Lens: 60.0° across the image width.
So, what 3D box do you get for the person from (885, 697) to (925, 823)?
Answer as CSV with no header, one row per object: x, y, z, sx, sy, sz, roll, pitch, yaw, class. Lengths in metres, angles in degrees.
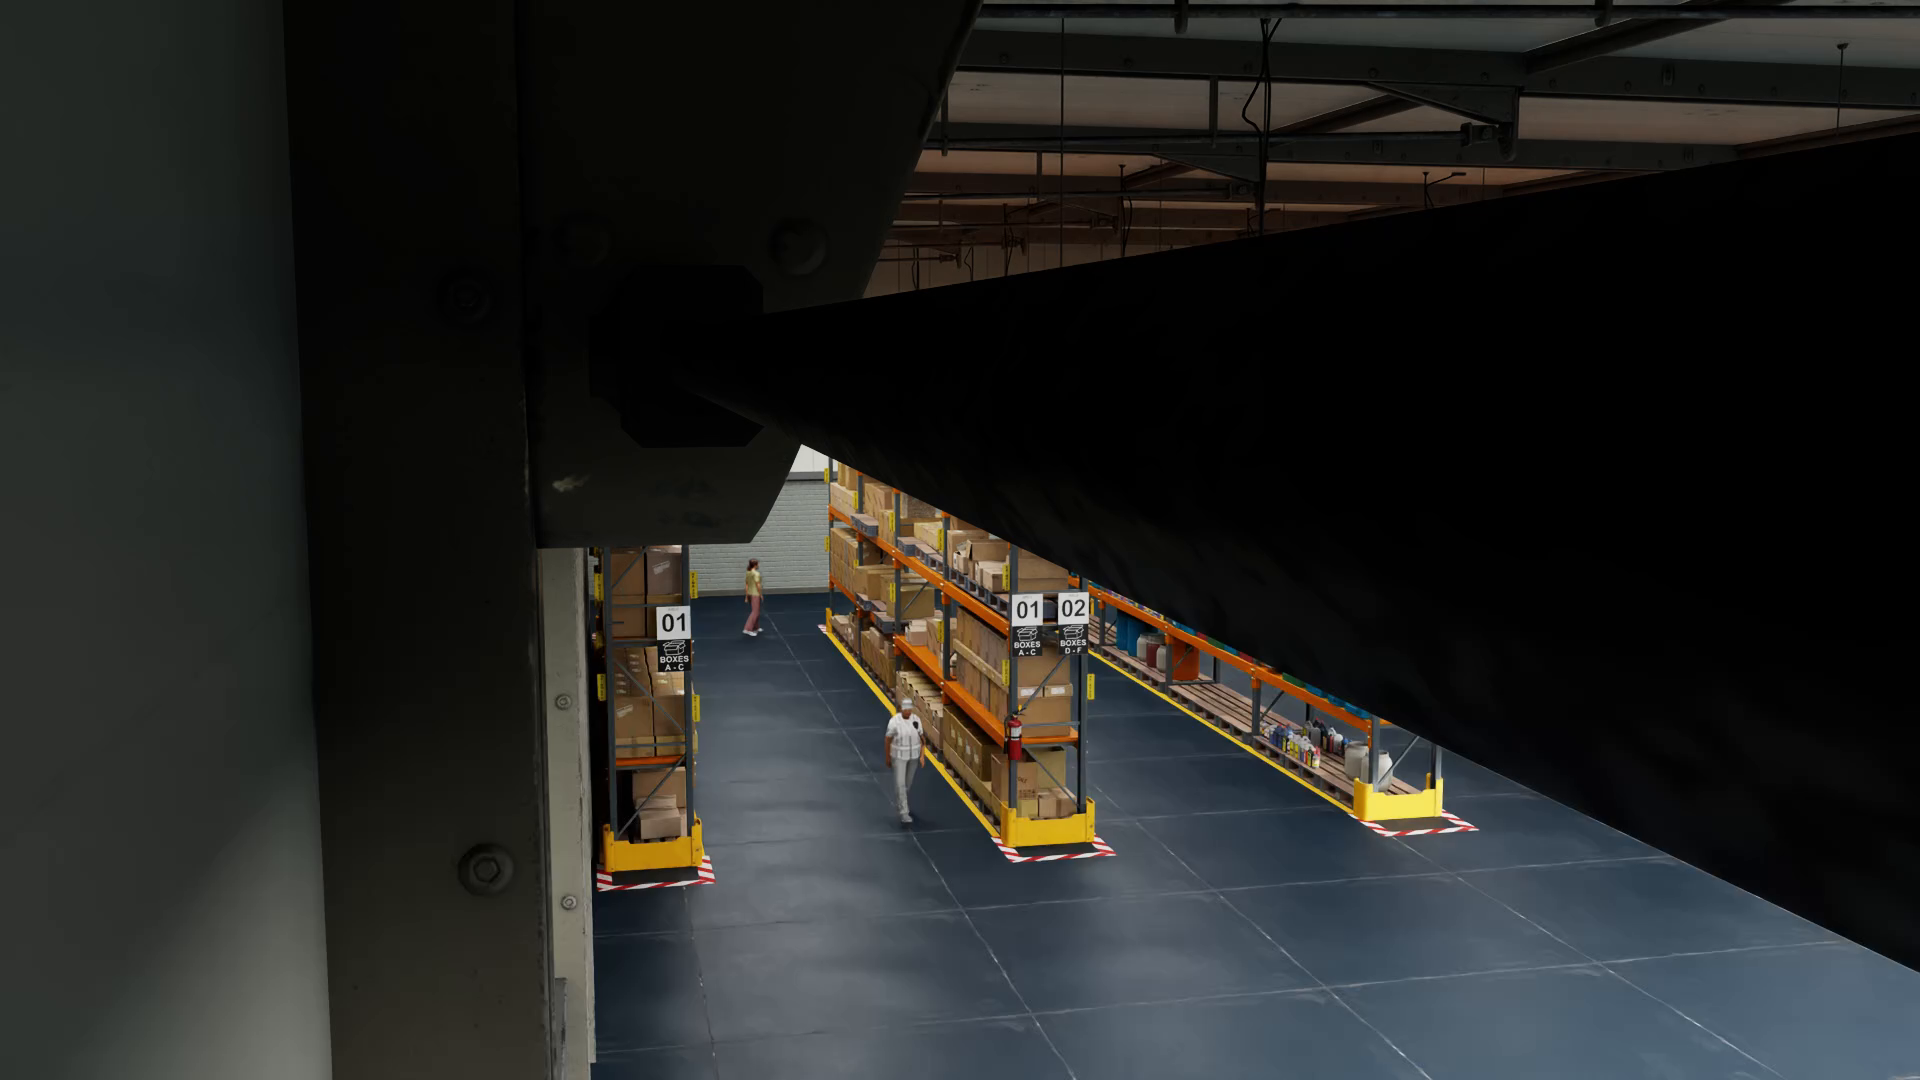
-0.702,2.892,22.104,0.510,1.605,1.004,-4,8,-27,person

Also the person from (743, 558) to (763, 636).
-4.467,1.225,35.975,0.691,1.664,0.541,-5,9,-38,person
